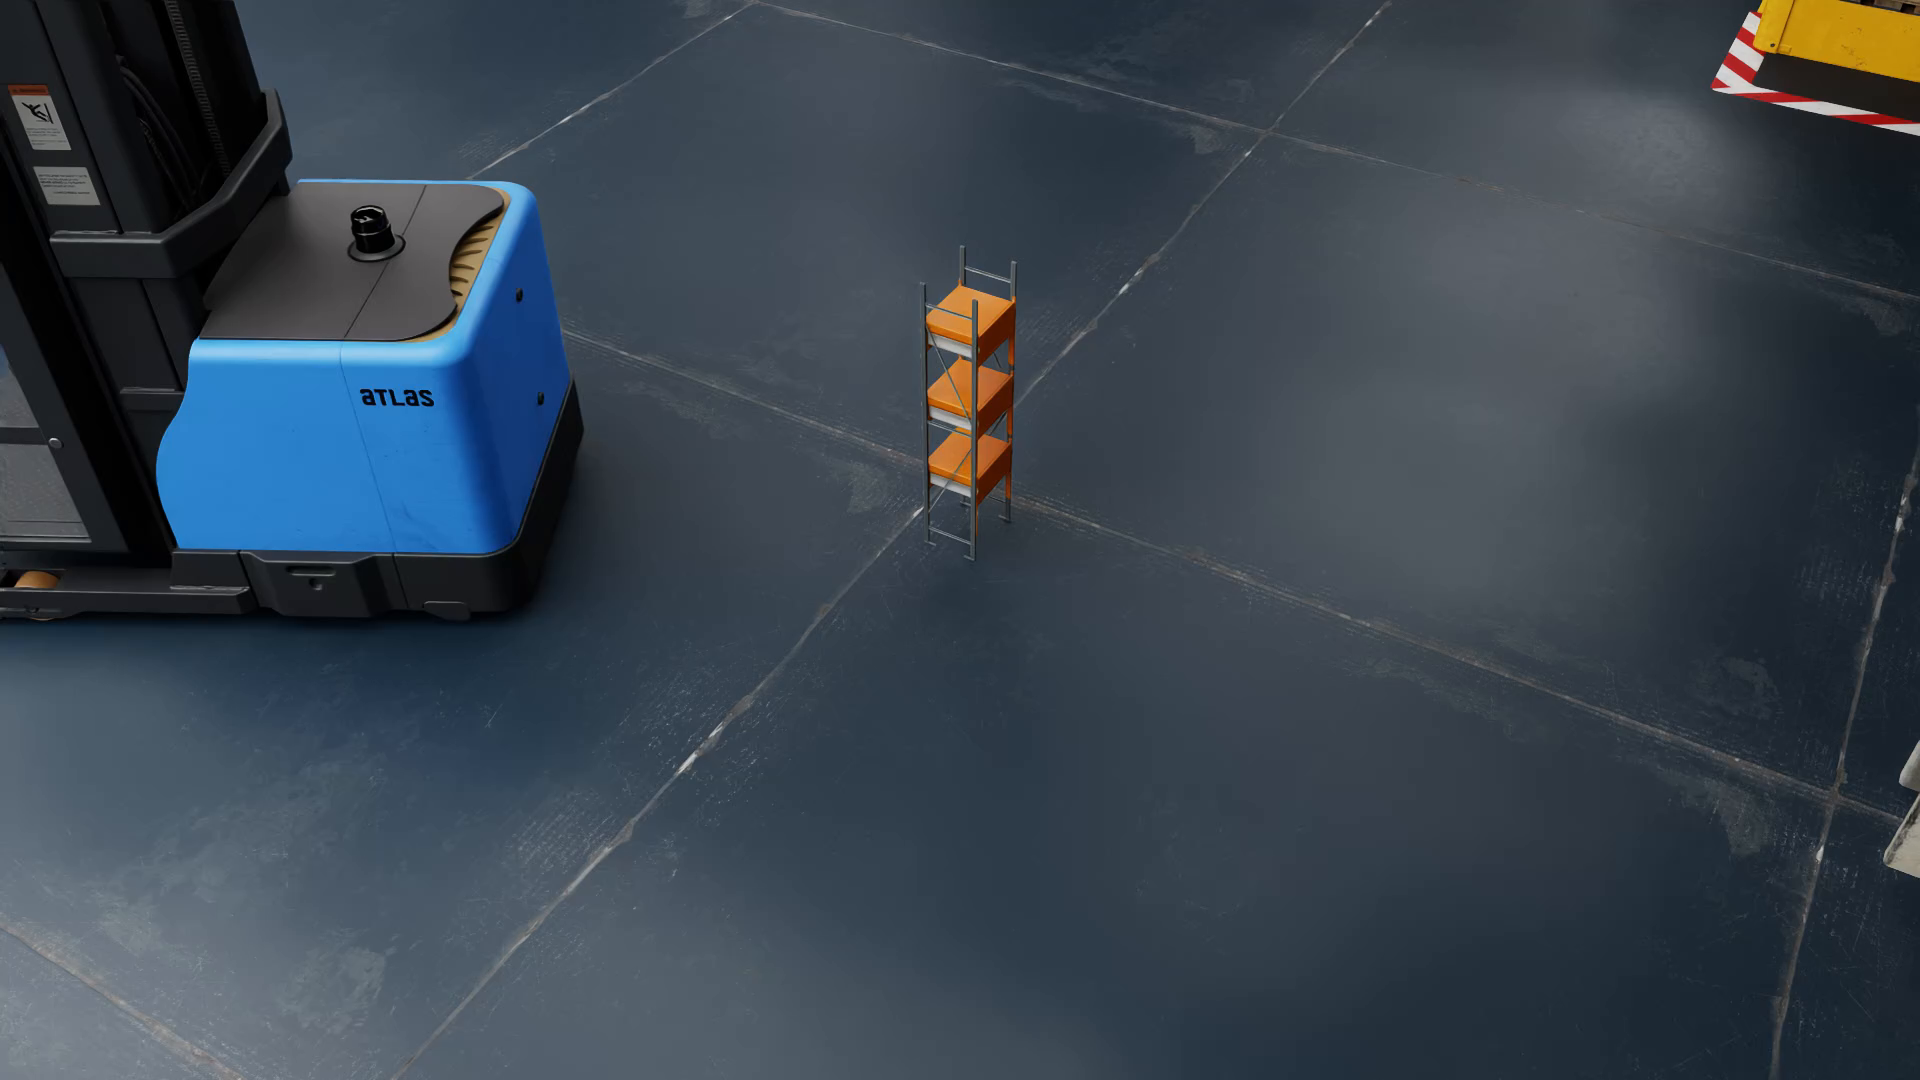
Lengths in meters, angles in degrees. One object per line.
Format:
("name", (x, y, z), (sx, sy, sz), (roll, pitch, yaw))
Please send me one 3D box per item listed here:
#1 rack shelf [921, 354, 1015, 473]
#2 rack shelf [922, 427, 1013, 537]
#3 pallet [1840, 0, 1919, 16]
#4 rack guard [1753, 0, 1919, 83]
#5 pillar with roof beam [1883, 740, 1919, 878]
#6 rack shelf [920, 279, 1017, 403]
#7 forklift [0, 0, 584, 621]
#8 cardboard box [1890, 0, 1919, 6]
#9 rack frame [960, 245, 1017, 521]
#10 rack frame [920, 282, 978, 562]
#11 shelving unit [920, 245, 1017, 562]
("rack shelf", (0.027, -0.417, 5.445), (0.215, 0.259, 0.240), (21, 45, 22))
("rack shelf", (0.027, -0.208, 5.628), (0.215, 0.259, 0.240), (21, 45, 22))
("pallet", (5.066, -3.009, 9.007), (1.003, 0.211, 1.213), (21, 45, 22))
("rack guard", (4.708, -2.652, 8.383), (1.175, 0.500, 0.348), (21, 45, 22))
("pillar with roof beam", (-0.881, -3.946, 3.422), (9.100, 9.000, 0.400), (21, 45, 22))
("rack shelf", (0.027, -0.630, 5.257), (0.215, 0.259, 0.240), (21, 45, 22))
("forklift", (-2.903, -1.185, 4.878), (3.031, 2.935, 1.130), (1, 41, 1))
("cardboard box", (5.135, -2.946, 8.588), (0.500, 0.250, 0.500), (21, 46, 22))
("rack frame", (0.088, -0.494, 5.517), (0.200, 1.050, 0.008), (21, 45, 22))
("rack frame", (-0.034, -0.355, 5.359), (0.200, 1.050, 0.008), (21, 45, 22))
("shelving unit", (0.027, -0.425, 5.438), (0.215, 1.050, 0.252), (21, 45, 22))
